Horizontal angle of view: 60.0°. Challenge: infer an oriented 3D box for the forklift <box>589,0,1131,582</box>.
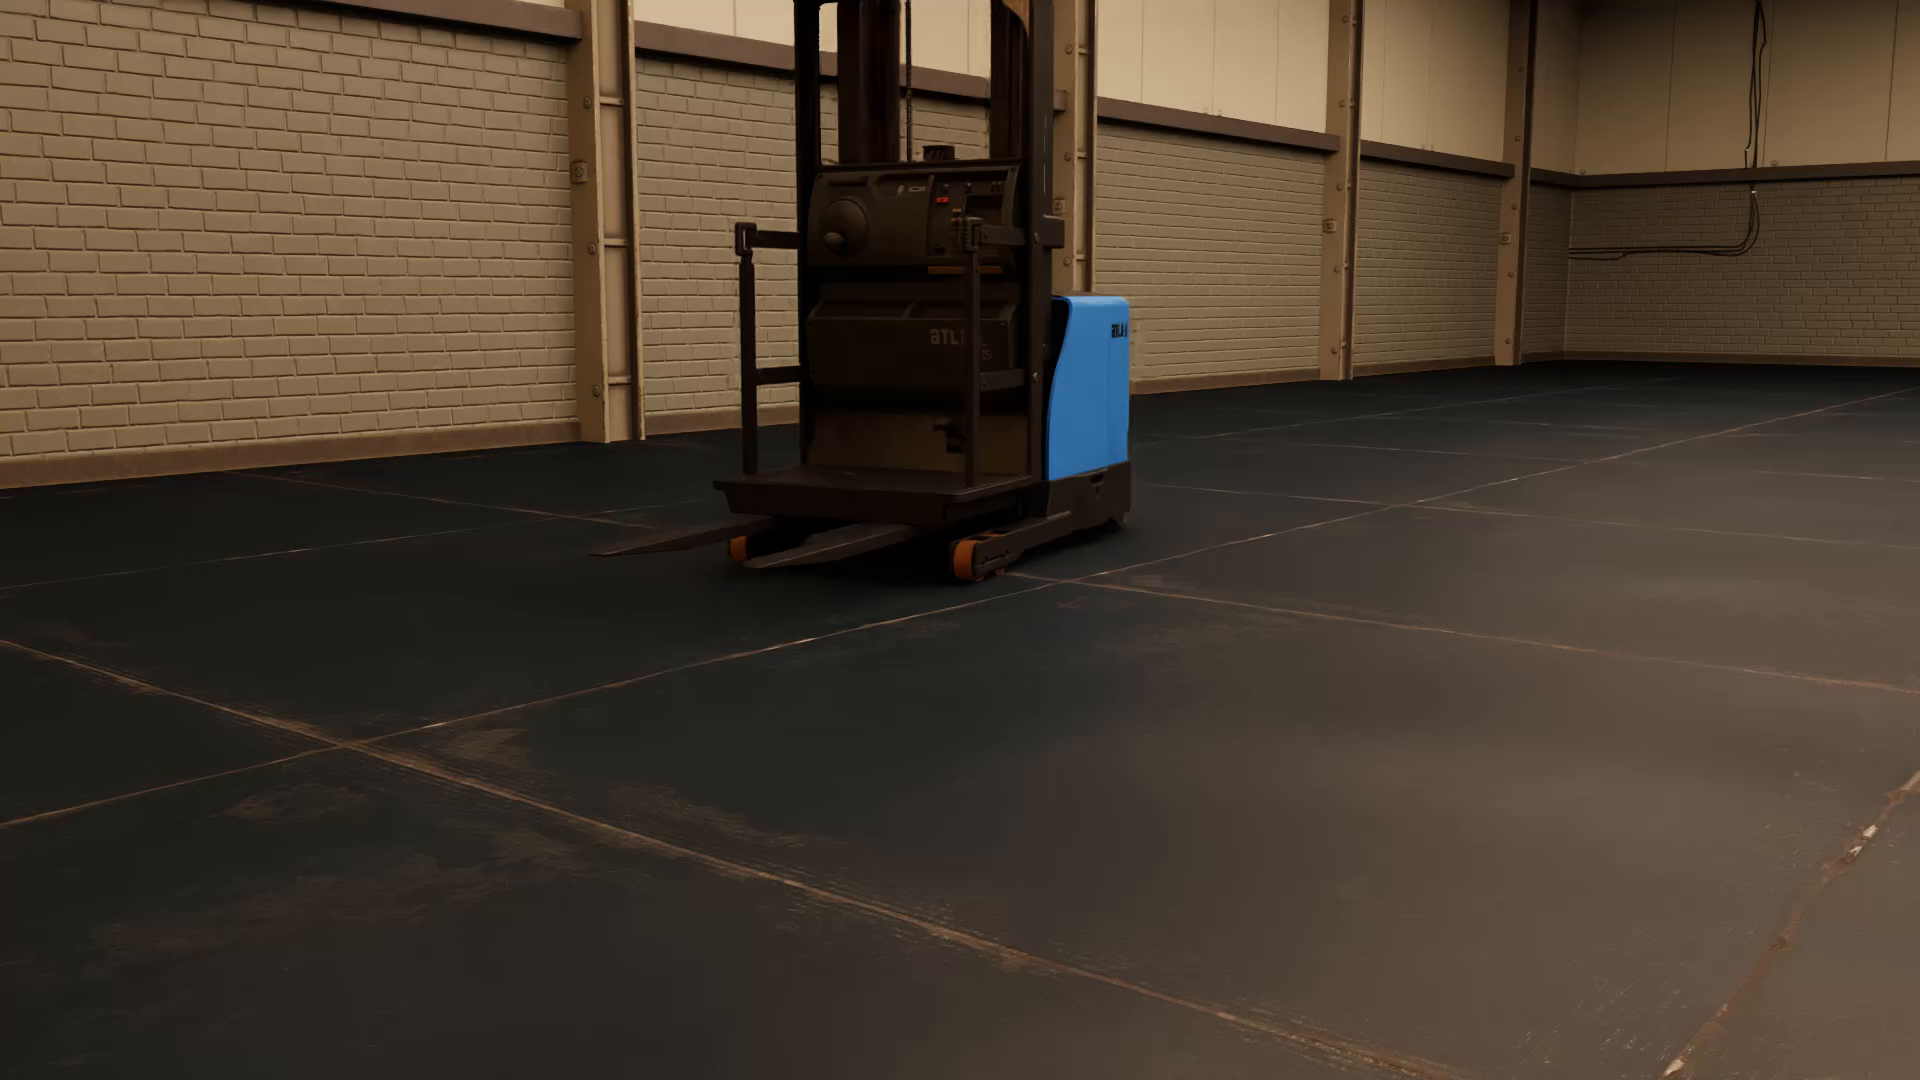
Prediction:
[{"bbox_3d":[-0.287,-1.360,6.580,1.130,2.935,3.031,4,9,25],"label":"forklift"}]
